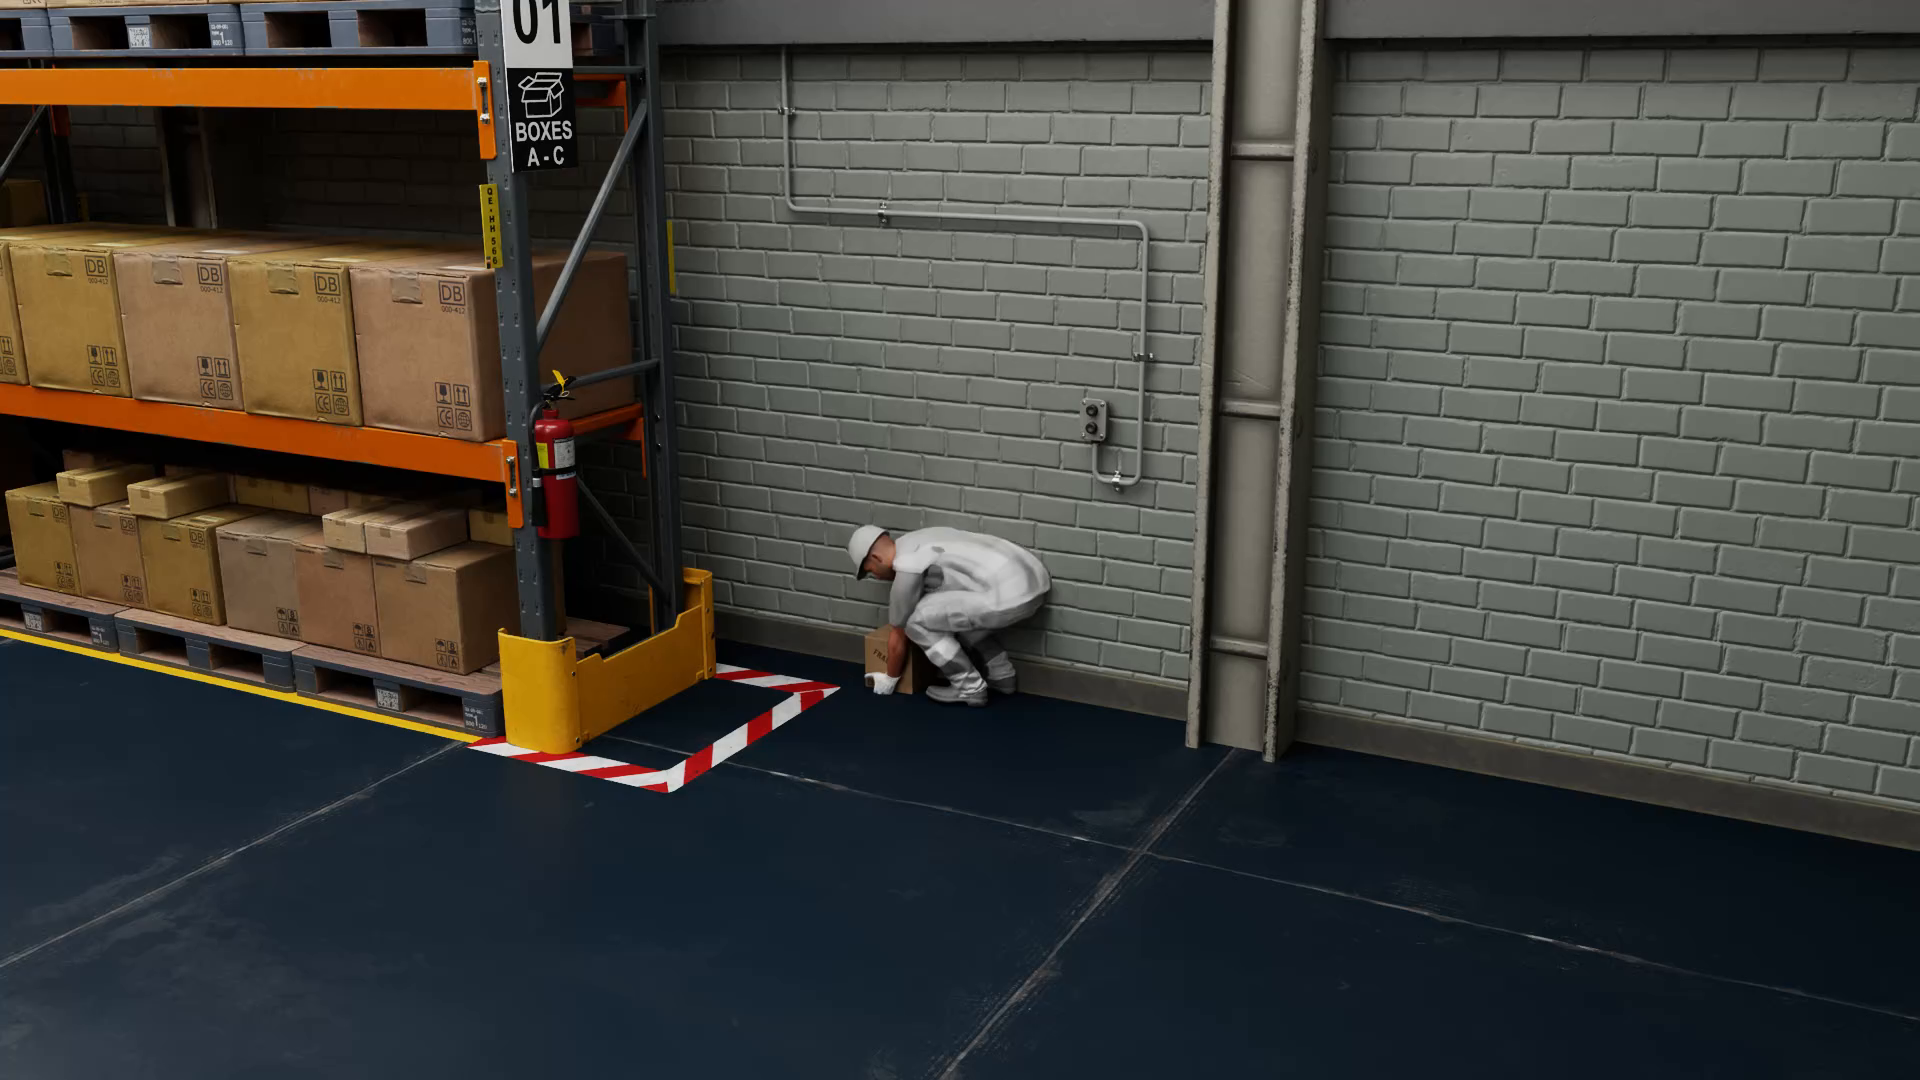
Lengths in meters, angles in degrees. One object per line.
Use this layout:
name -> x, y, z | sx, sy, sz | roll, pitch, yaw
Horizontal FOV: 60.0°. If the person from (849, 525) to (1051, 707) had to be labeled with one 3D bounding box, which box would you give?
person -> -0.065, 0.344, 7.673 | 0.956, 0.805, 0.529 | 7, 17, 25
